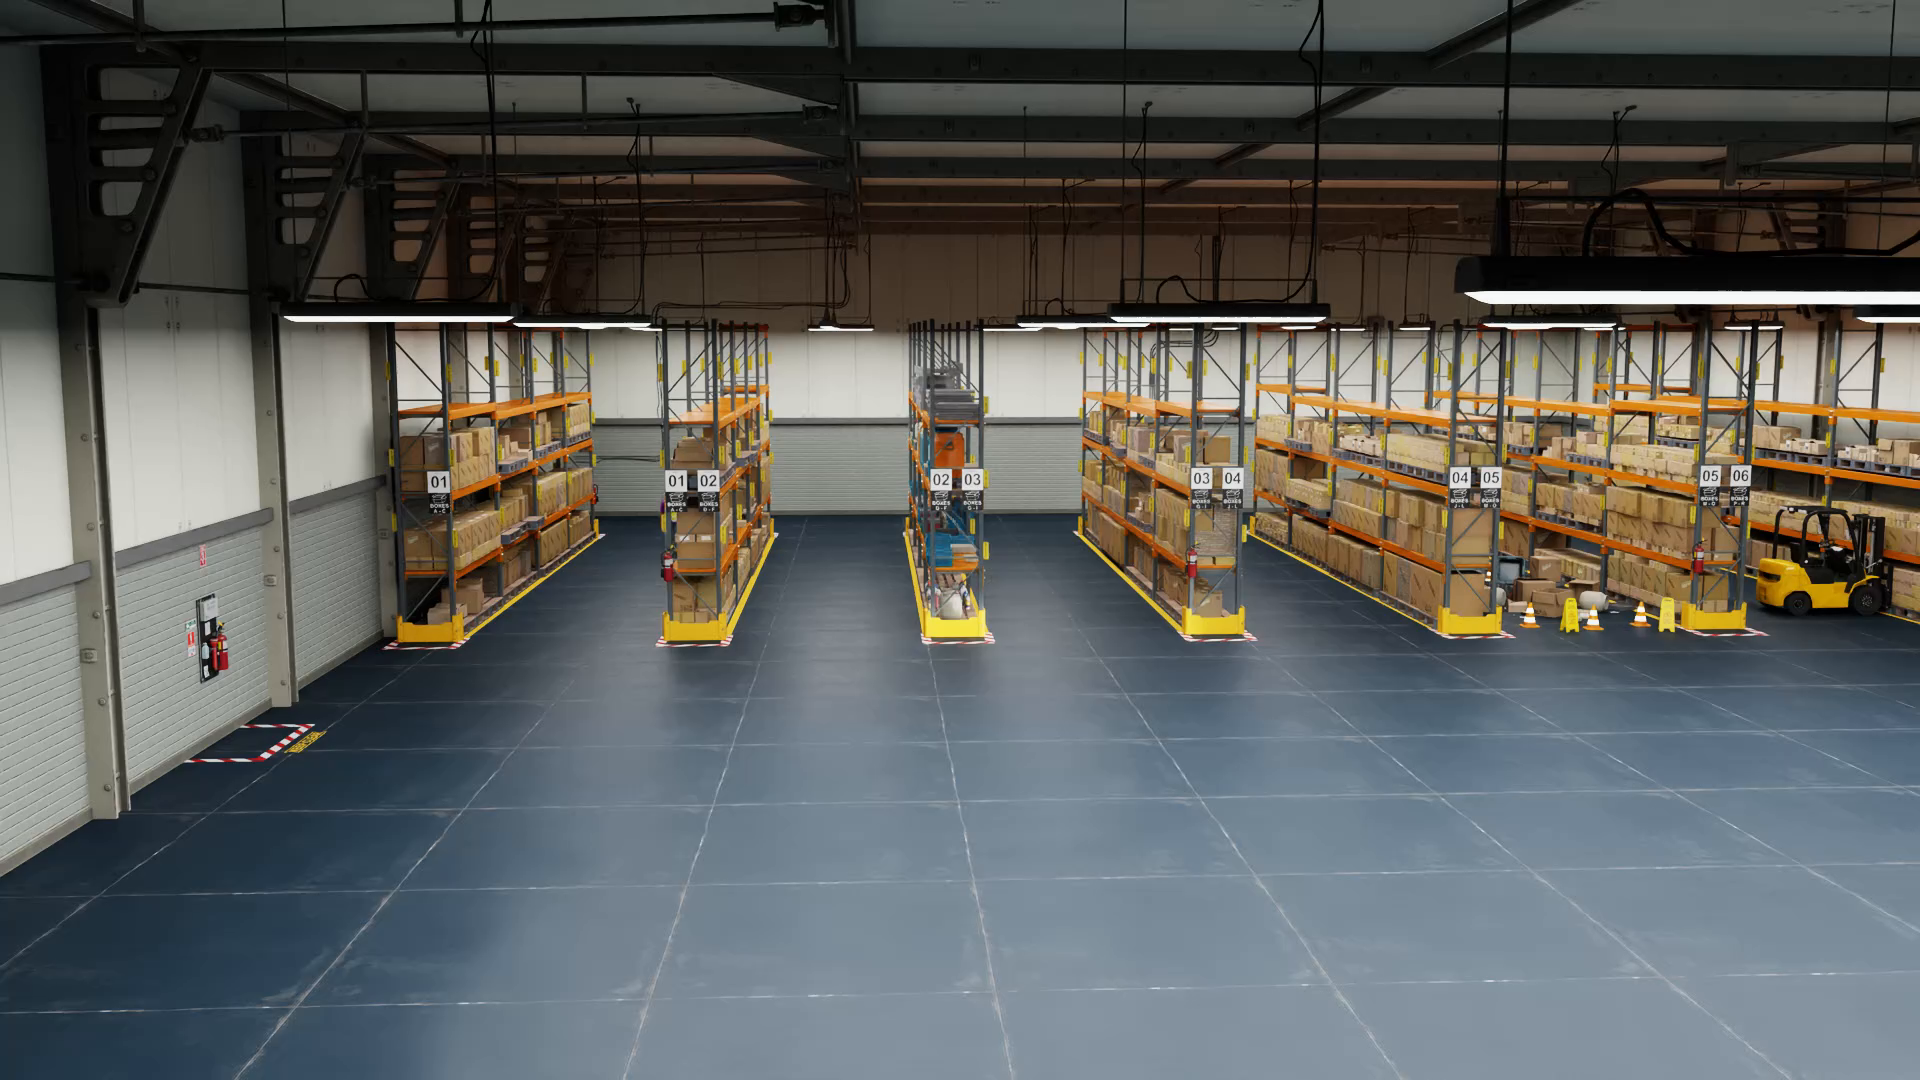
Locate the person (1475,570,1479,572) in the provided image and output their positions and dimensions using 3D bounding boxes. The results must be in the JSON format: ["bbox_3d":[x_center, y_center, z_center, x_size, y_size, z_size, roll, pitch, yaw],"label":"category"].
[{"bbox_3d":[11.880,0.105,38.596,0.579,1.804,0.400,-4,8,-30],"label":"person"}]

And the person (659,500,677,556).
[{"bbox_3d":[-7.503,-0.470,43.174,0.674,1.708,1.085,0,7,-2],"label":"person"}]

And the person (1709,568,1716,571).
[{"bbox_3d":[16.535,0.384,36.638,0.469,1.690,0.509,-2,7,-14],"label":"person"}]
